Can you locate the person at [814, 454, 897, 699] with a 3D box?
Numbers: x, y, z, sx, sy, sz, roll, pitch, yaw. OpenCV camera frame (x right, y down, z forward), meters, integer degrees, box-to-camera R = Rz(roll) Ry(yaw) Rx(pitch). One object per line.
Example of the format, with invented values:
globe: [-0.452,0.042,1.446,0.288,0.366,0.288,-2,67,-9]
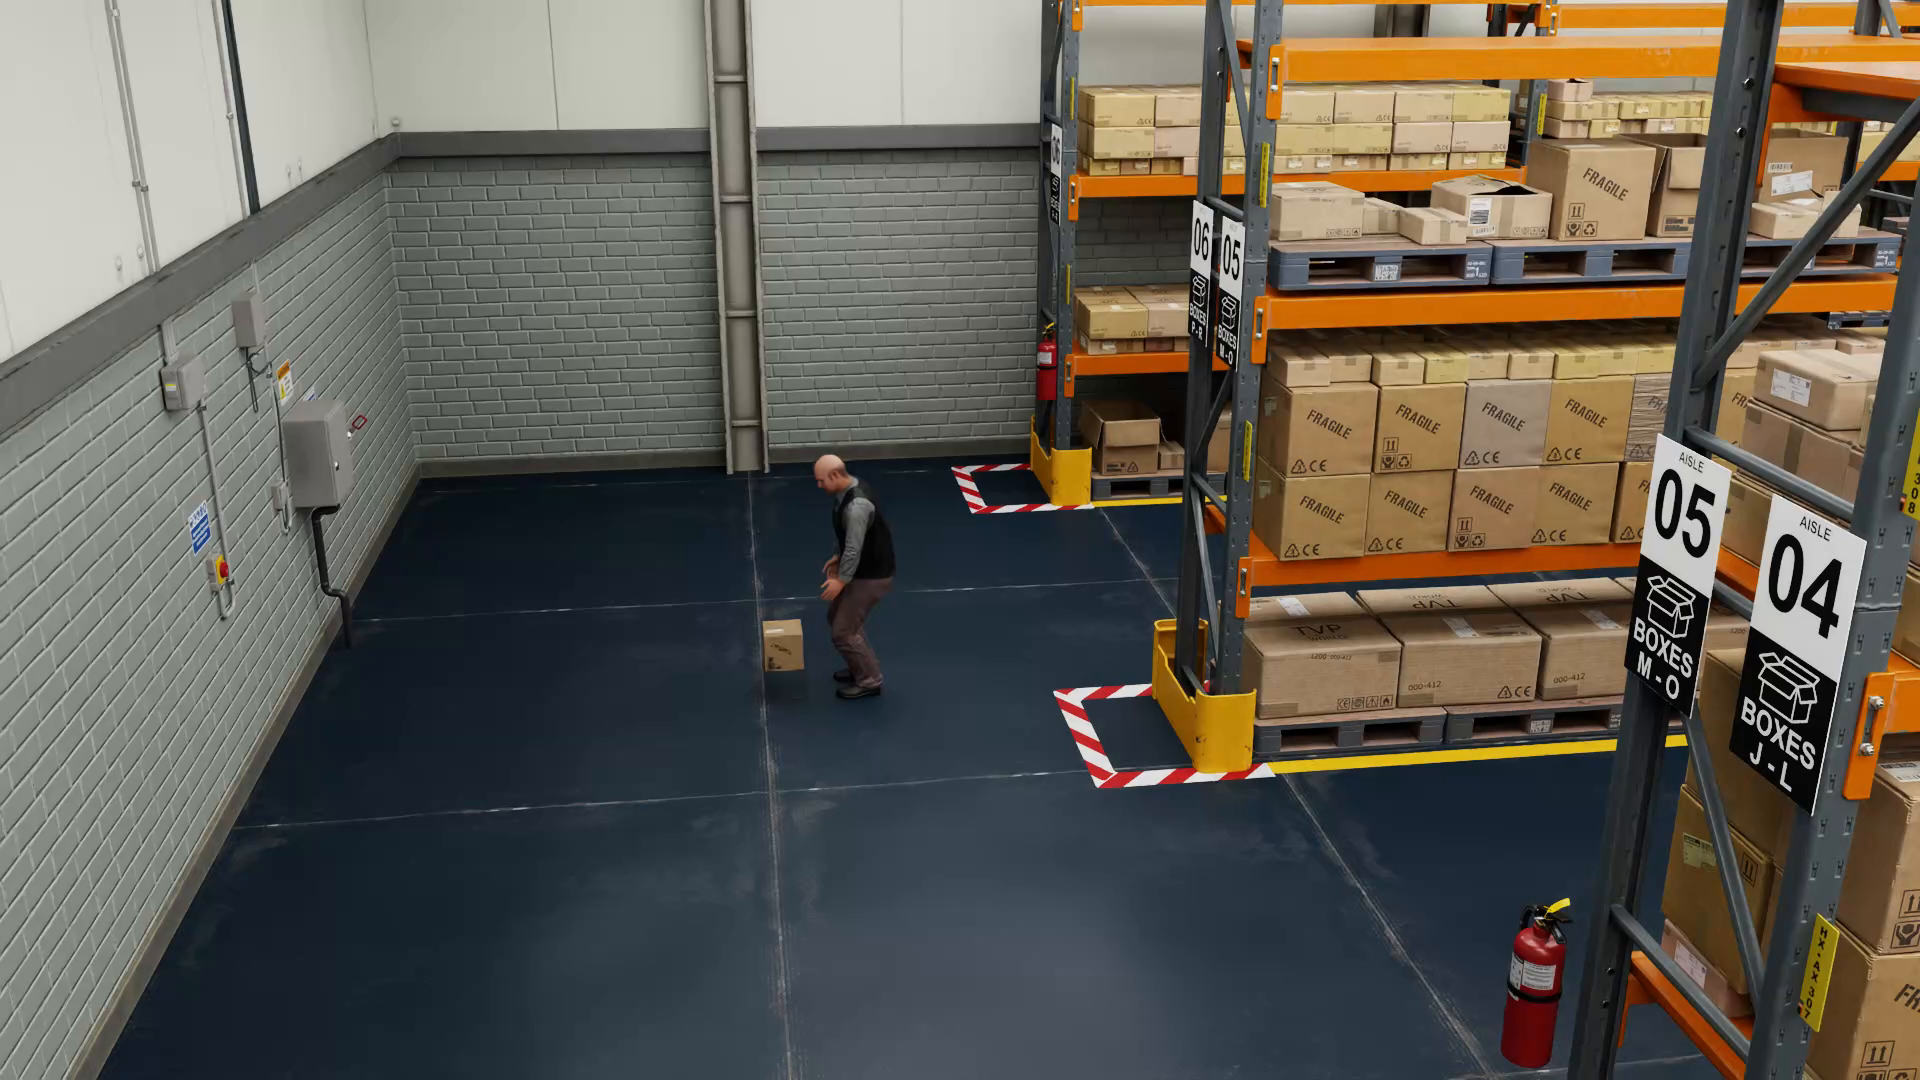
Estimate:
person: [-0.676,0.222,10.664,0.483,1.617,0.574,-2,20,-7]
